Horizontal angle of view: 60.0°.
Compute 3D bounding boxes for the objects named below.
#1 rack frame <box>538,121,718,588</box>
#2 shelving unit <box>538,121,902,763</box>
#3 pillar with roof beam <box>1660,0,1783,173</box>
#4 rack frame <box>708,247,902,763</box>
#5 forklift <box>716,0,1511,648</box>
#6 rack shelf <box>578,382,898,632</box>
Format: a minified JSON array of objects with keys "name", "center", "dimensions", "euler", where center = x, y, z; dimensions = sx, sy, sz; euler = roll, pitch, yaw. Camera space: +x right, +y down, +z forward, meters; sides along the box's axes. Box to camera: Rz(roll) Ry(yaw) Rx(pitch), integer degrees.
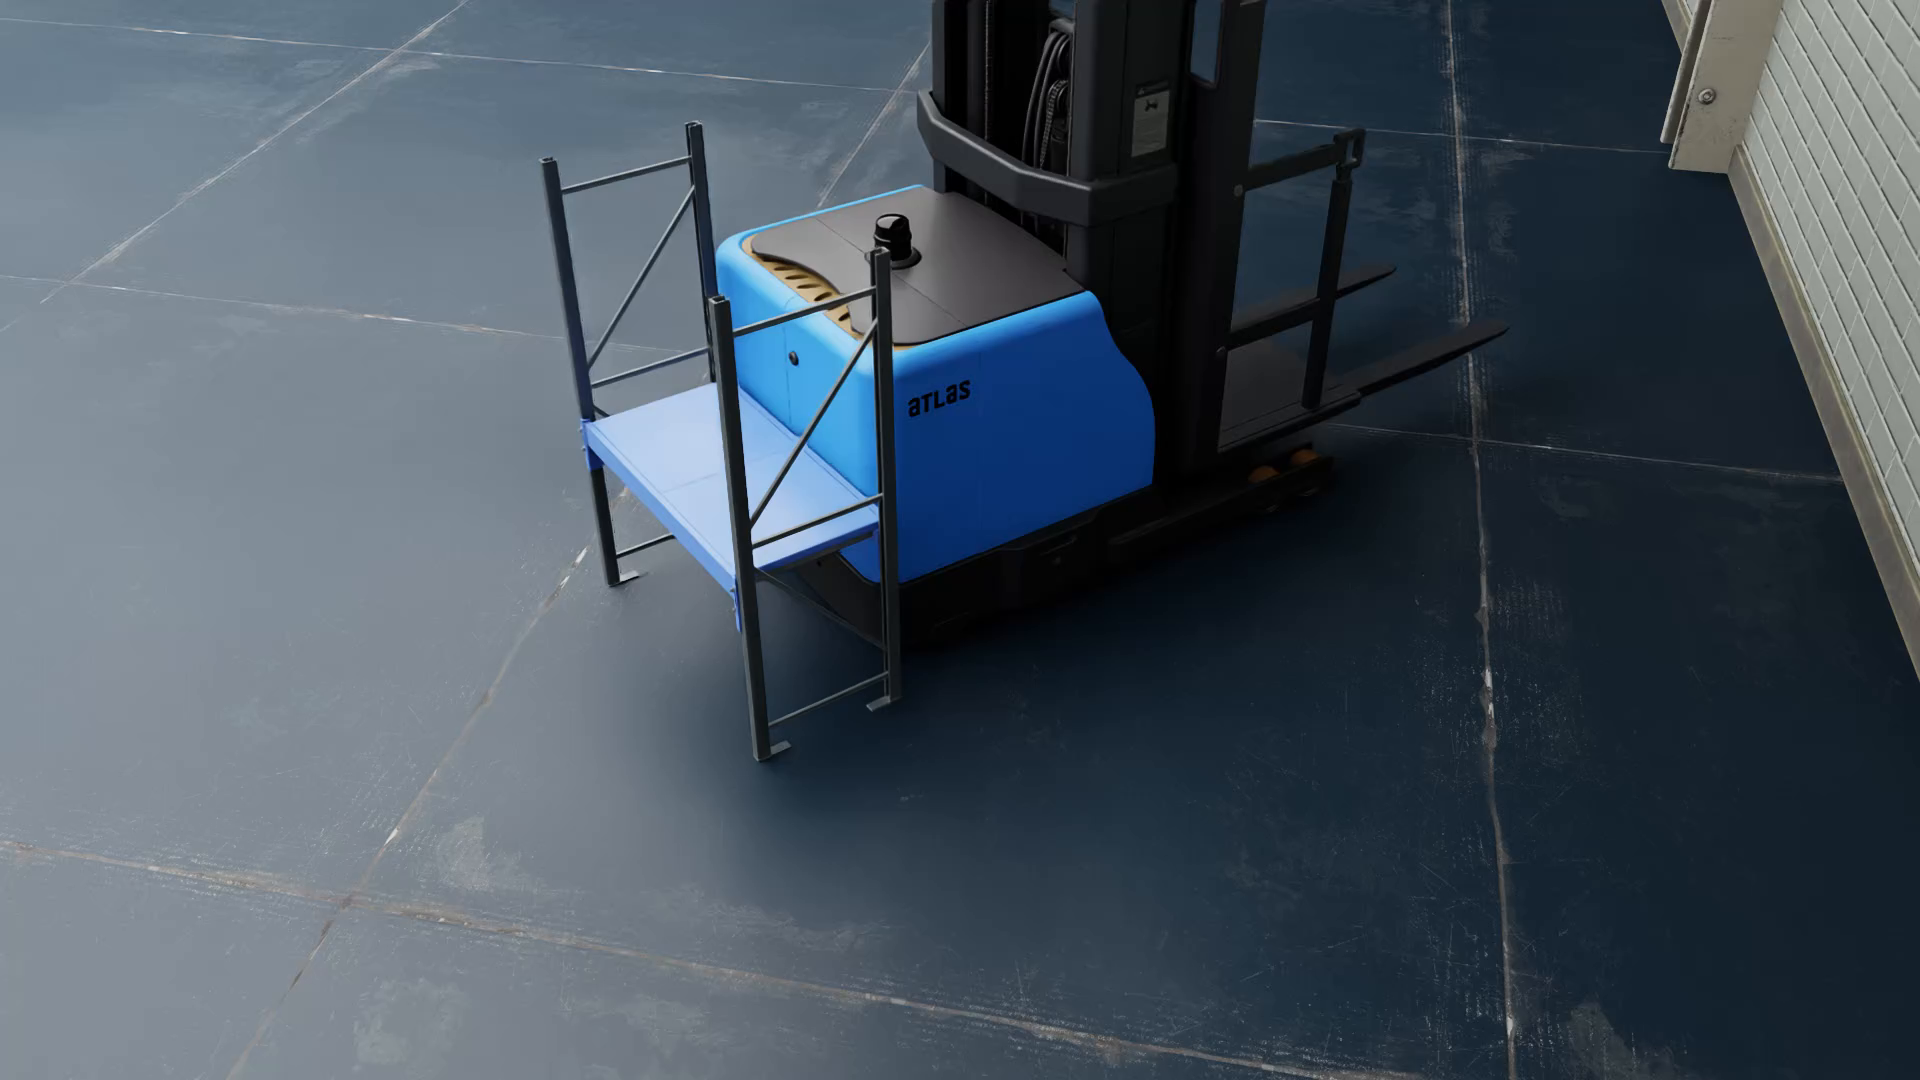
[{"name":"rack frame","center":[-0.971,-0.537,5.214],"dimensions":[0.500,1.500,0.032],"euler":[-22,41,-28]},{"name":"shelving unit","center":[-0.681,-0.292,4.875],"dimensions":[0.538,1.500,1.048],"euler":[-22,41,-28]},{"name":"pillar with roof beam","center":[-0.466,-6.134,6.545],"dimensions":[9.100,9.000,0.400],"euler":[7,37,10]},{"name":"rack frame","center":[-0.391,-0.047,4.537],"dimensions":[0.500,1.500,0.032],"euler":[-22,41,-28]},{"name":"forklift","center":[0.723,-1.516,5.344],"dimensions":[3.031,2.935,1.130],"euler":[-22,41,-27]},{"name":"rack shelf","center":[-0.681,-0.147,4.981],"dimensions":[0.538,0.185,1.000],"euler":[-22,41,-28]}]
